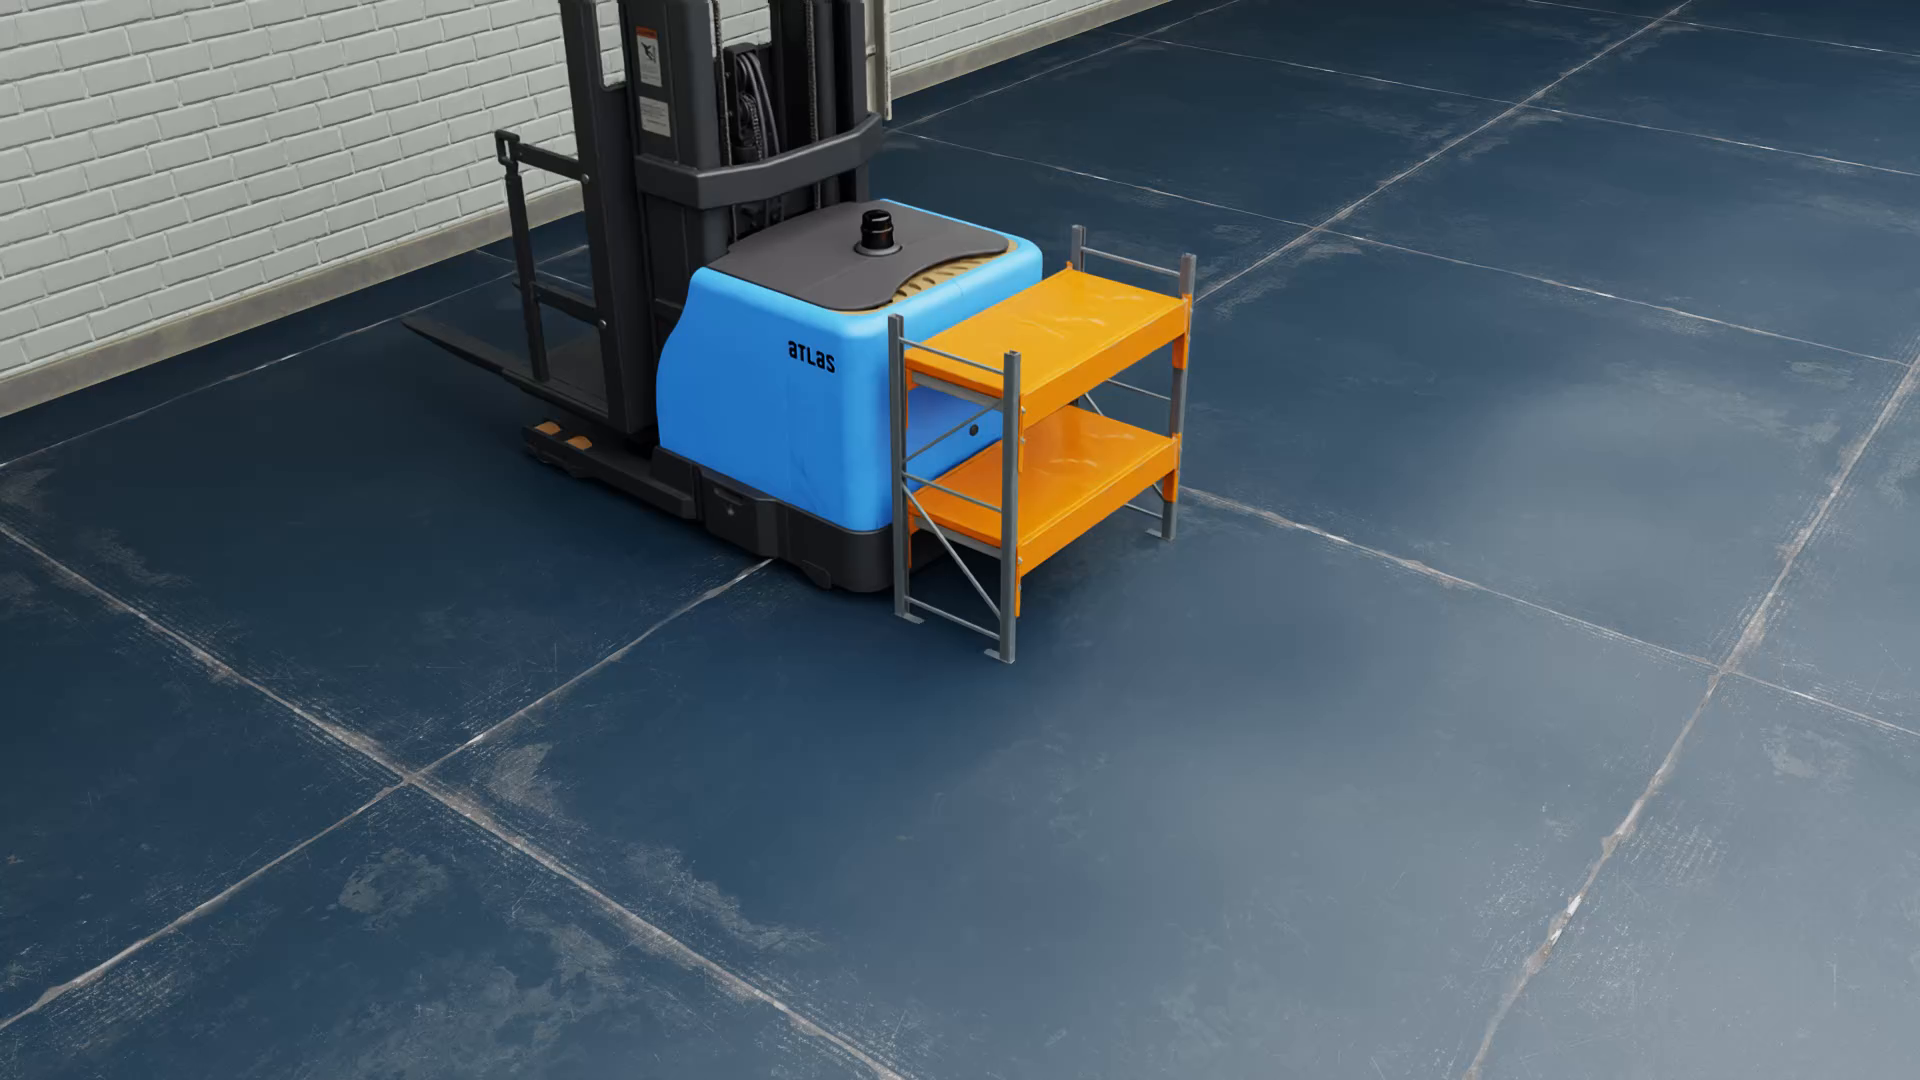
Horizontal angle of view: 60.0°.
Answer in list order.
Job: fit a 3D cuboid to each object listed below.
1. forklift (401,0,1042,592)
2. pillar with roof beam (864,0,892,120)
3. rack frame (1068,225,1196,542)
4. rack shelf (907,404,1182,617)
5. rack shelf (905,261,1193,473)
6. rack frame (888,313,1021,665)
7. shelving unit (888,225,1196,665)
[{"bbox_3d":[-1.143,-1.693,6.232,3.031,2.935,1.130,23,38,34],"label":"forklift"},{"bbox_3d":[2.747,-5.281,6.334,9.100,9.000,0.400,21,37,31],"label":"pillar with roof beam"},{"bbox_3d":[0.602,-0.560,6.091,0.500,1.125,0.032,22,37,32],"label":"rack frame"},{"bbox_3d":[0.290,-0.145,5.871,0.538,0.278,1.000,22,37,32],"label":"rack shelf"},{"bbox_3d":[0.290,-0.607,5.597,0.538,0.278,1.000,22,37,32],"label":"rack shelf"},{"bbox_3d":[-0.022,-0.151,5.401,0.500,1.125,0.032,22,37,32],"label":"rack frame"},{"bbox_3d":[0.290,-0.355,5.746,0.538,1.125,1.048,22,37,32],"label":"shelving unit"}]
